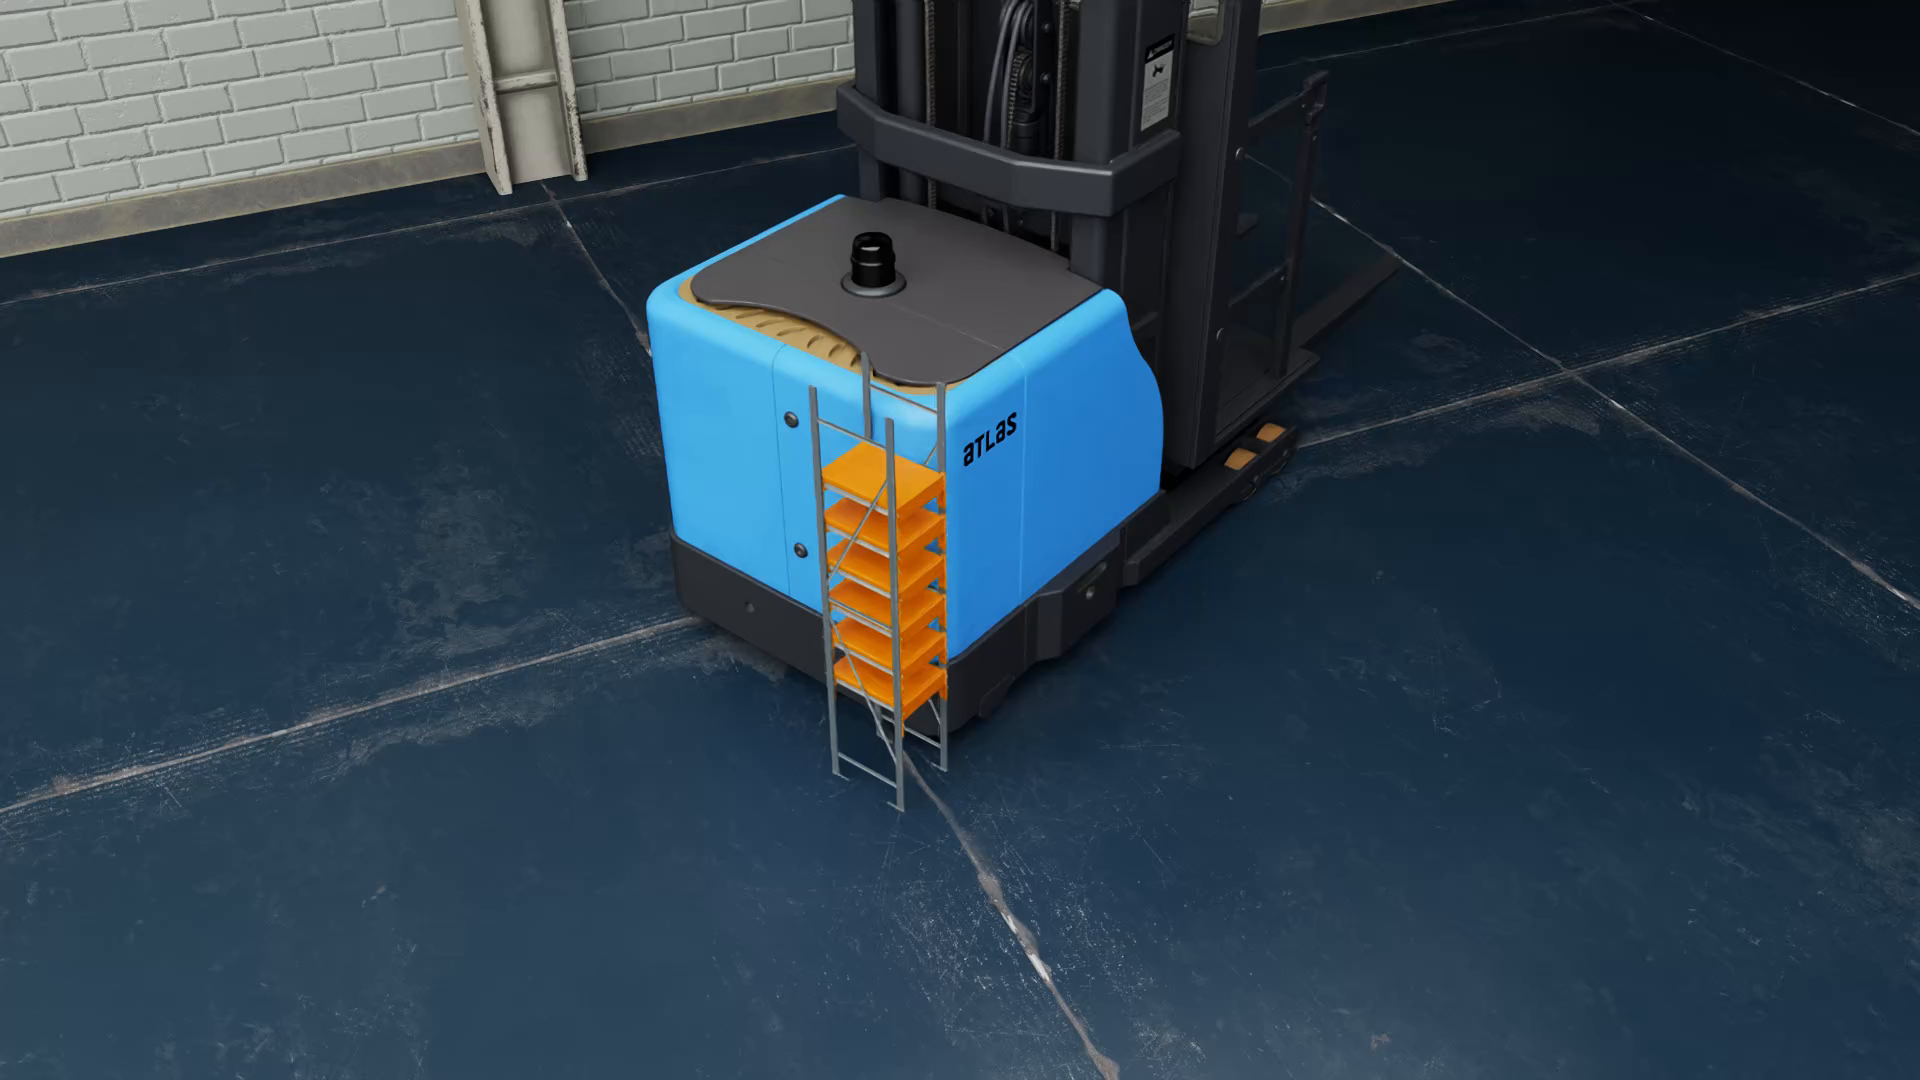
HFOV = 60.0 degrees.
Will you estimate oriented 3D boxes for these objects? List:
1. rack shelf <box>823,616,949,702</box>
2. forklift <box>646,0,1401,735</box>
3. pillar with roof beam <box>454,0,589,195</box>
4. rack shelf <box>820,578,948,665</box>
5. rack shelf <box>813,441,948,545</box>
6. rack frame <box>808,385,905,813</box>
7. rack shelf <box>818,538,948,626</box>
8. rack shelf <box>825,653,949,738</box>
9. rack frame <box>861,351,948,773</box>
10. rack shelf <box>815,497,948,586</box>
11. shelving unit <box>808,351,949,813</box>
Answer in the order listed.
[{"bbox_3d":[-0.185,0.268,4.157,0.258,0.103,0.180,24,43,29],"label":"rack shelf"},{"bbox_3d":[0.471,-1.474,4.776,1.130,2.935,3.031,25,43,30],"label":"forklift"},{"bbox_3d":[-0.071,-2.936,1.654,0.400,9.000,9.100,-16,39,-20],"label":"pillar with roof beam"},{"bbox_3d":[-0.185,0.172,4.085,0.258,0.103,0.180,24,43,29],"label":"rack shelf"},{"bbox_3d":[-0.185,-0.117,3.871,0.258,0.103,0.180,24,43,29],"label":"rack shelf"},{"bbox_3d":[-0.240,0.180,4.000,0.240,1.200,0.006,24,43,29],"label":"rack frame"},{"bbox_3d":[-0.185,0.076,4.014,0.258,0.103,0.180,24,43,29],"label":"rack shelf"},{"bbox_3d":[-0.185,0.365,4.228,0.258,0.103,0.180,24,43,29],"label":"rack shelf"},{"bbox_3d":[-0.130,0.093,4.118,0.240,1.200,0.006,24,43,29],"label":"rack frame"},{"bbox_3d":[-0.185,-0.021,3.942,0.258,0.103,0.180,24,43,29],"label":"rack shelf"},{"bbox_3d":[-0.185,0.136,4.059,0.258,1.200,0.189,24,43,29],"label":"shelving unit"}]
